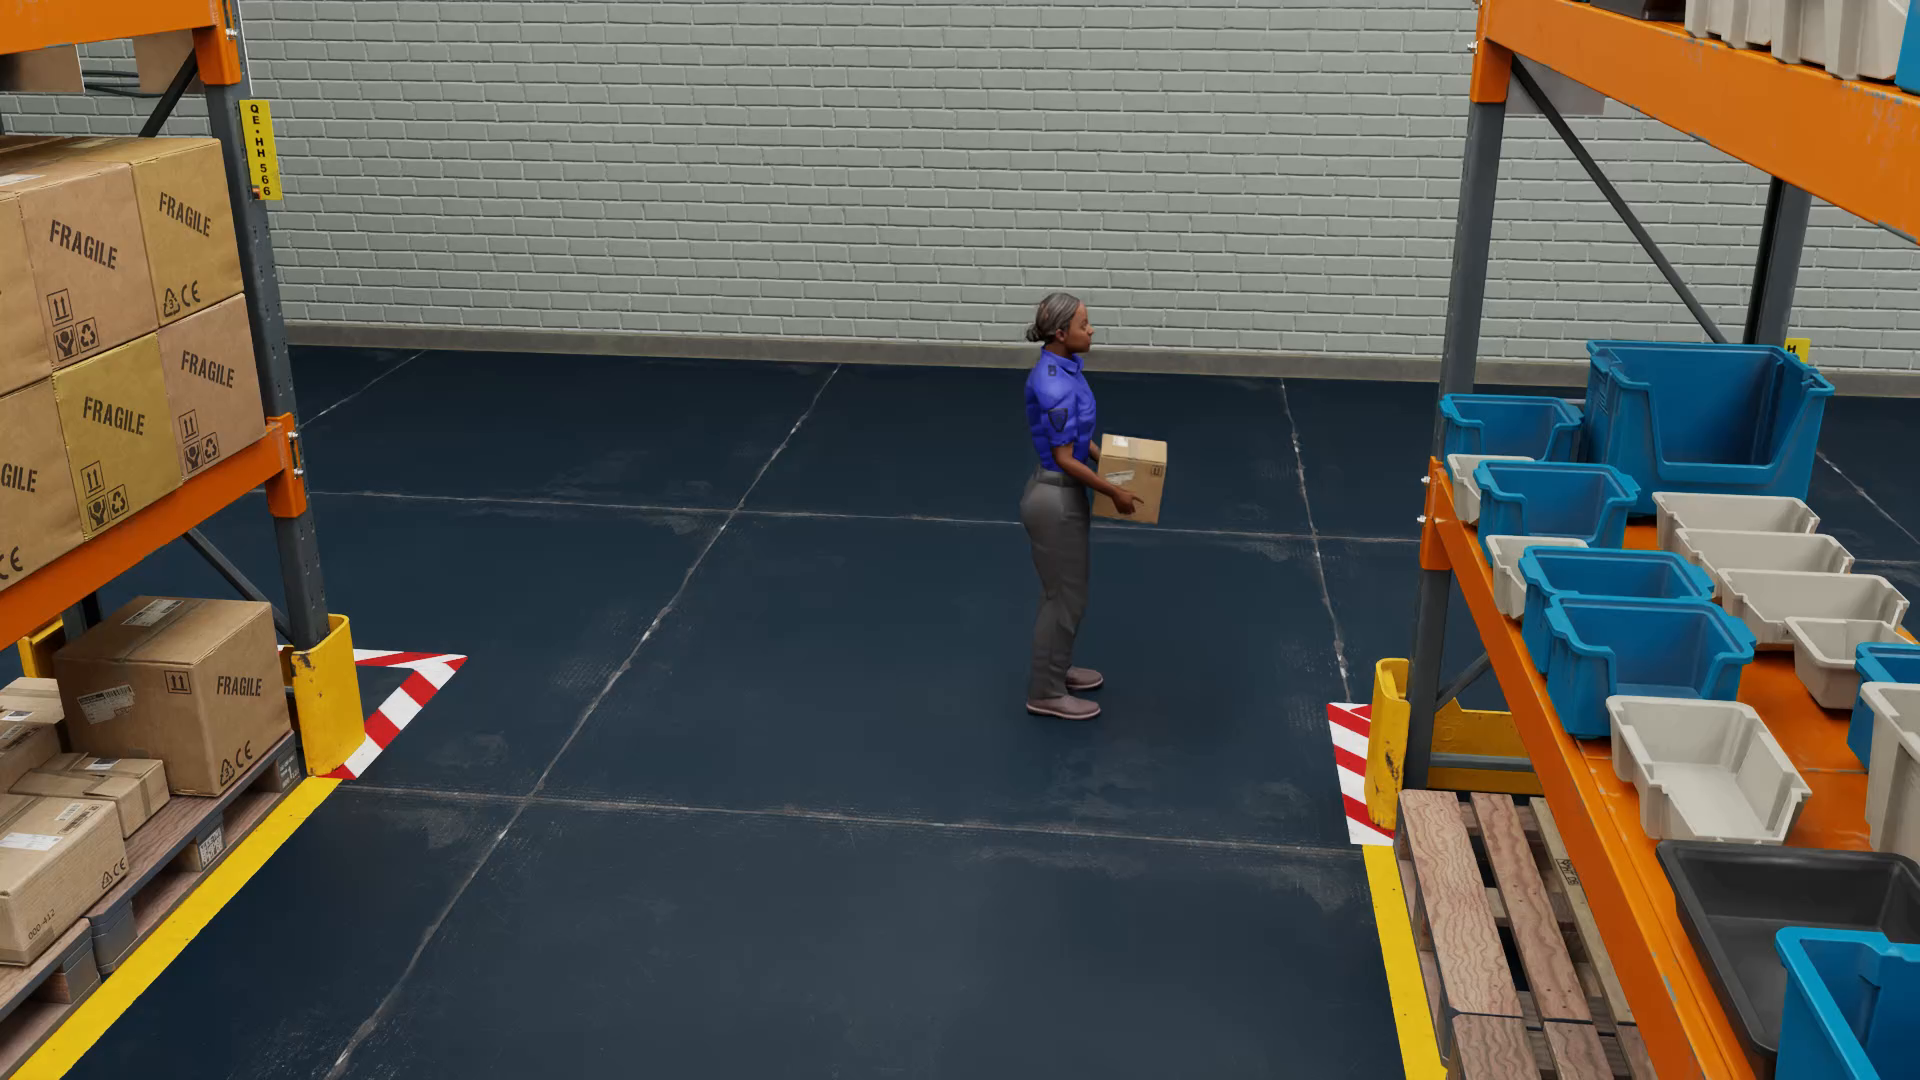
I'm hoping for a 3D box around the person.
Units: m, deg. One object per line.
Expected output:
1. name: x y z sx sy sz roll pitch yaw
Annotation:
1. person: 0.476 -0.134 6.429 0.475 1.659 0.470 2 21 6
